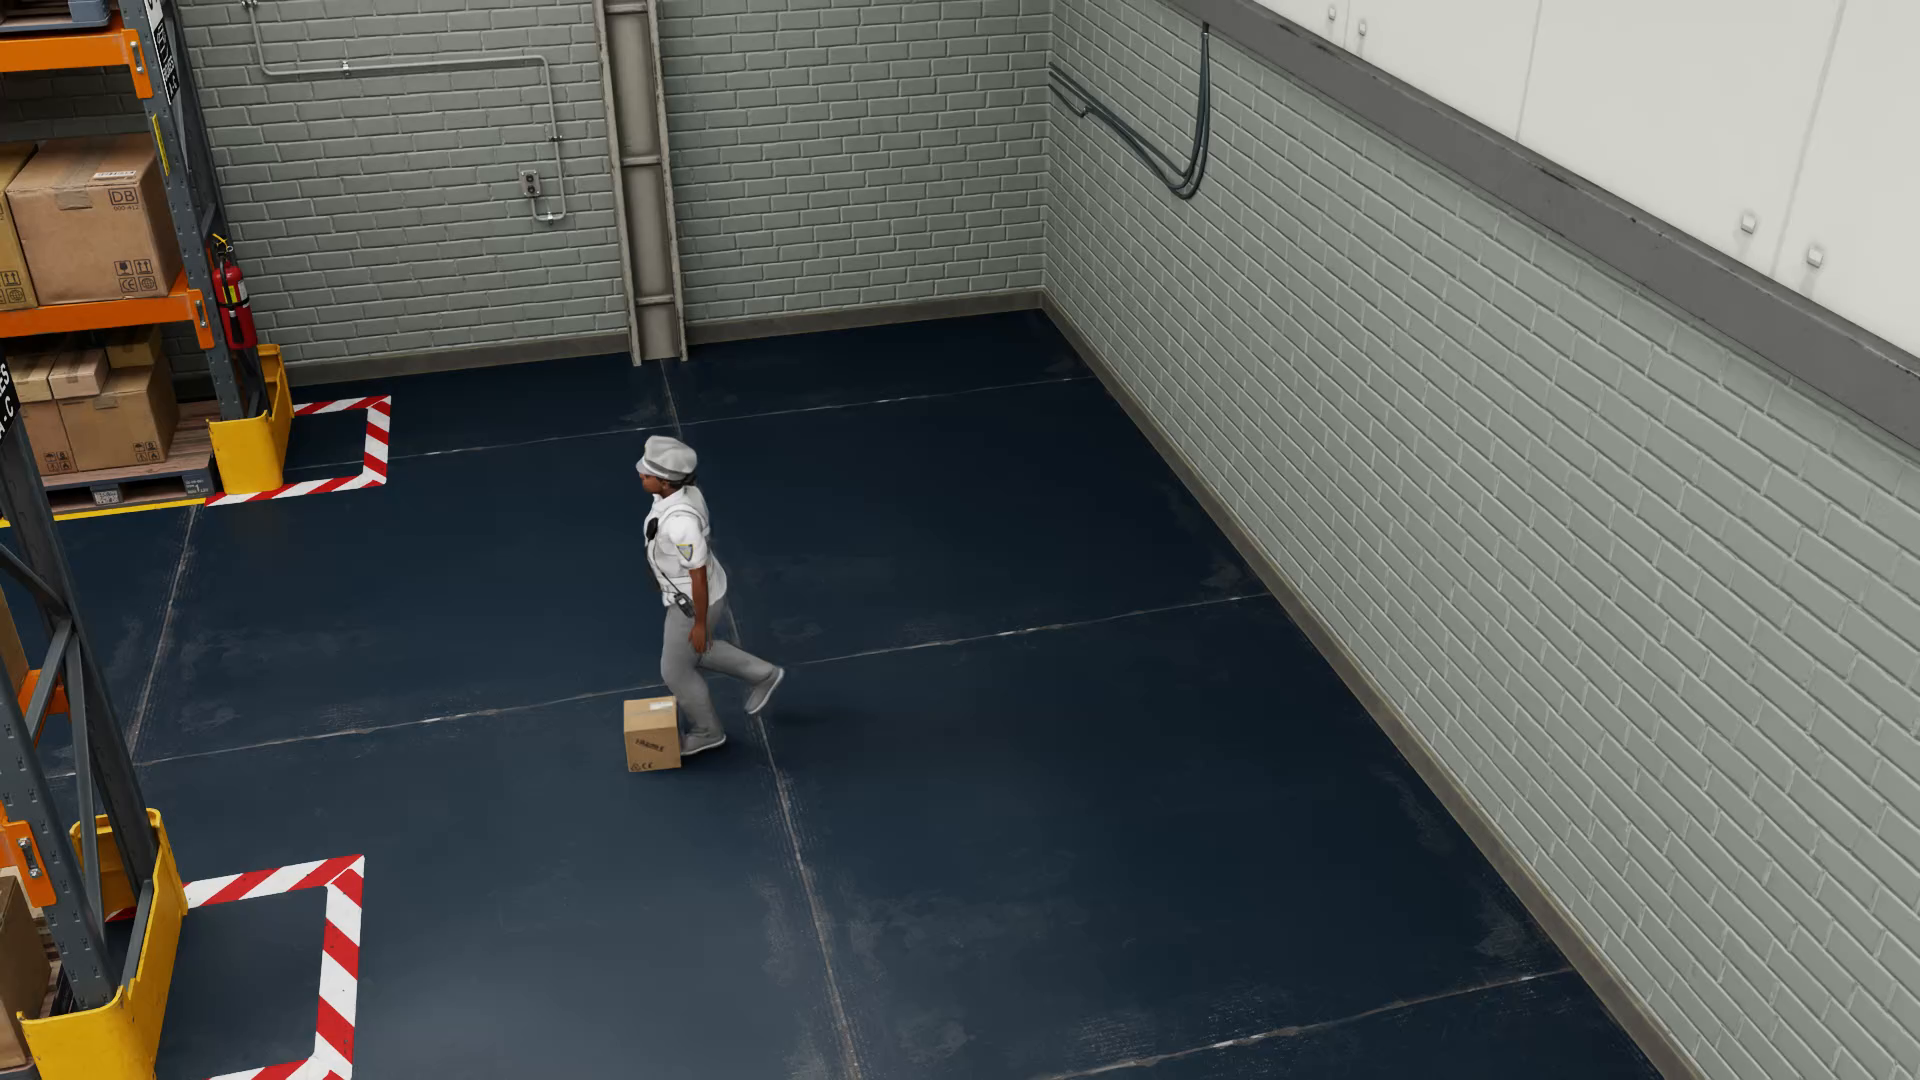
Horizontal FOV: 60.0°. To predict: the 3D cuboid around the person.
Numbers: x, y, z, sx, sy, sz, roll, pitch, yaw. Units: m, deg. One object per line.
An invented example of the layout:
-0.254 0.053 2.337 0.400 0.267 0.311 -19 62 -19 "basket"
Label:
-1.145 0.251 7.774 0.604 1.667 0.490 -4 31 -7 "person"
